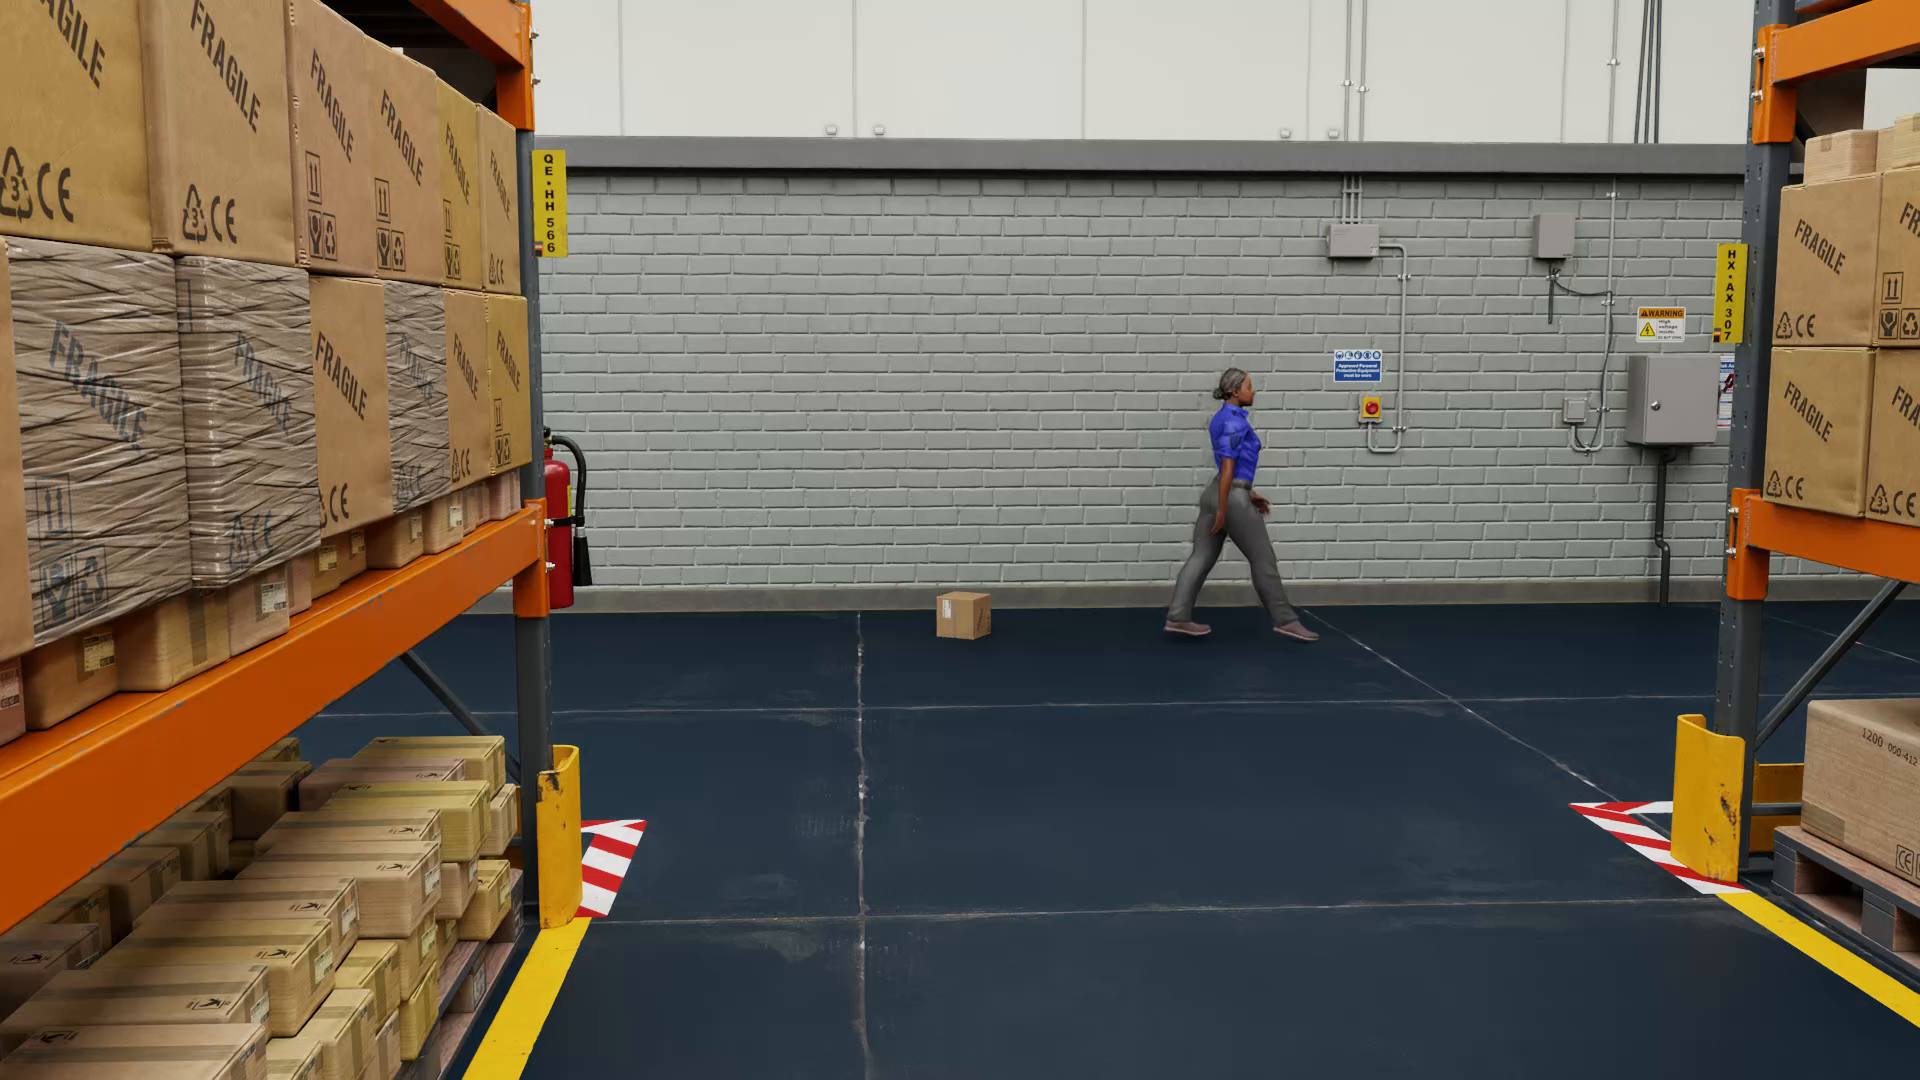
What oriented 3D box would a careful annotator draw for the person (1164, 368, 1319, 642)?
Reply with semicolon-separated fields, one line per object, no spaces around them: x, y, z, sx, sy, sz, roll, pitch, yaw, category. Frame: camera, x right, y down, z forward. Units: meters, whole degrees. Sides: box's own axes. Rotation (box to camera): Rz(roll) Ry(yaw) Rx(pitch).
1.691;-0.211;9.999;0.915;1.636;0.464;-1;7;-11;person
